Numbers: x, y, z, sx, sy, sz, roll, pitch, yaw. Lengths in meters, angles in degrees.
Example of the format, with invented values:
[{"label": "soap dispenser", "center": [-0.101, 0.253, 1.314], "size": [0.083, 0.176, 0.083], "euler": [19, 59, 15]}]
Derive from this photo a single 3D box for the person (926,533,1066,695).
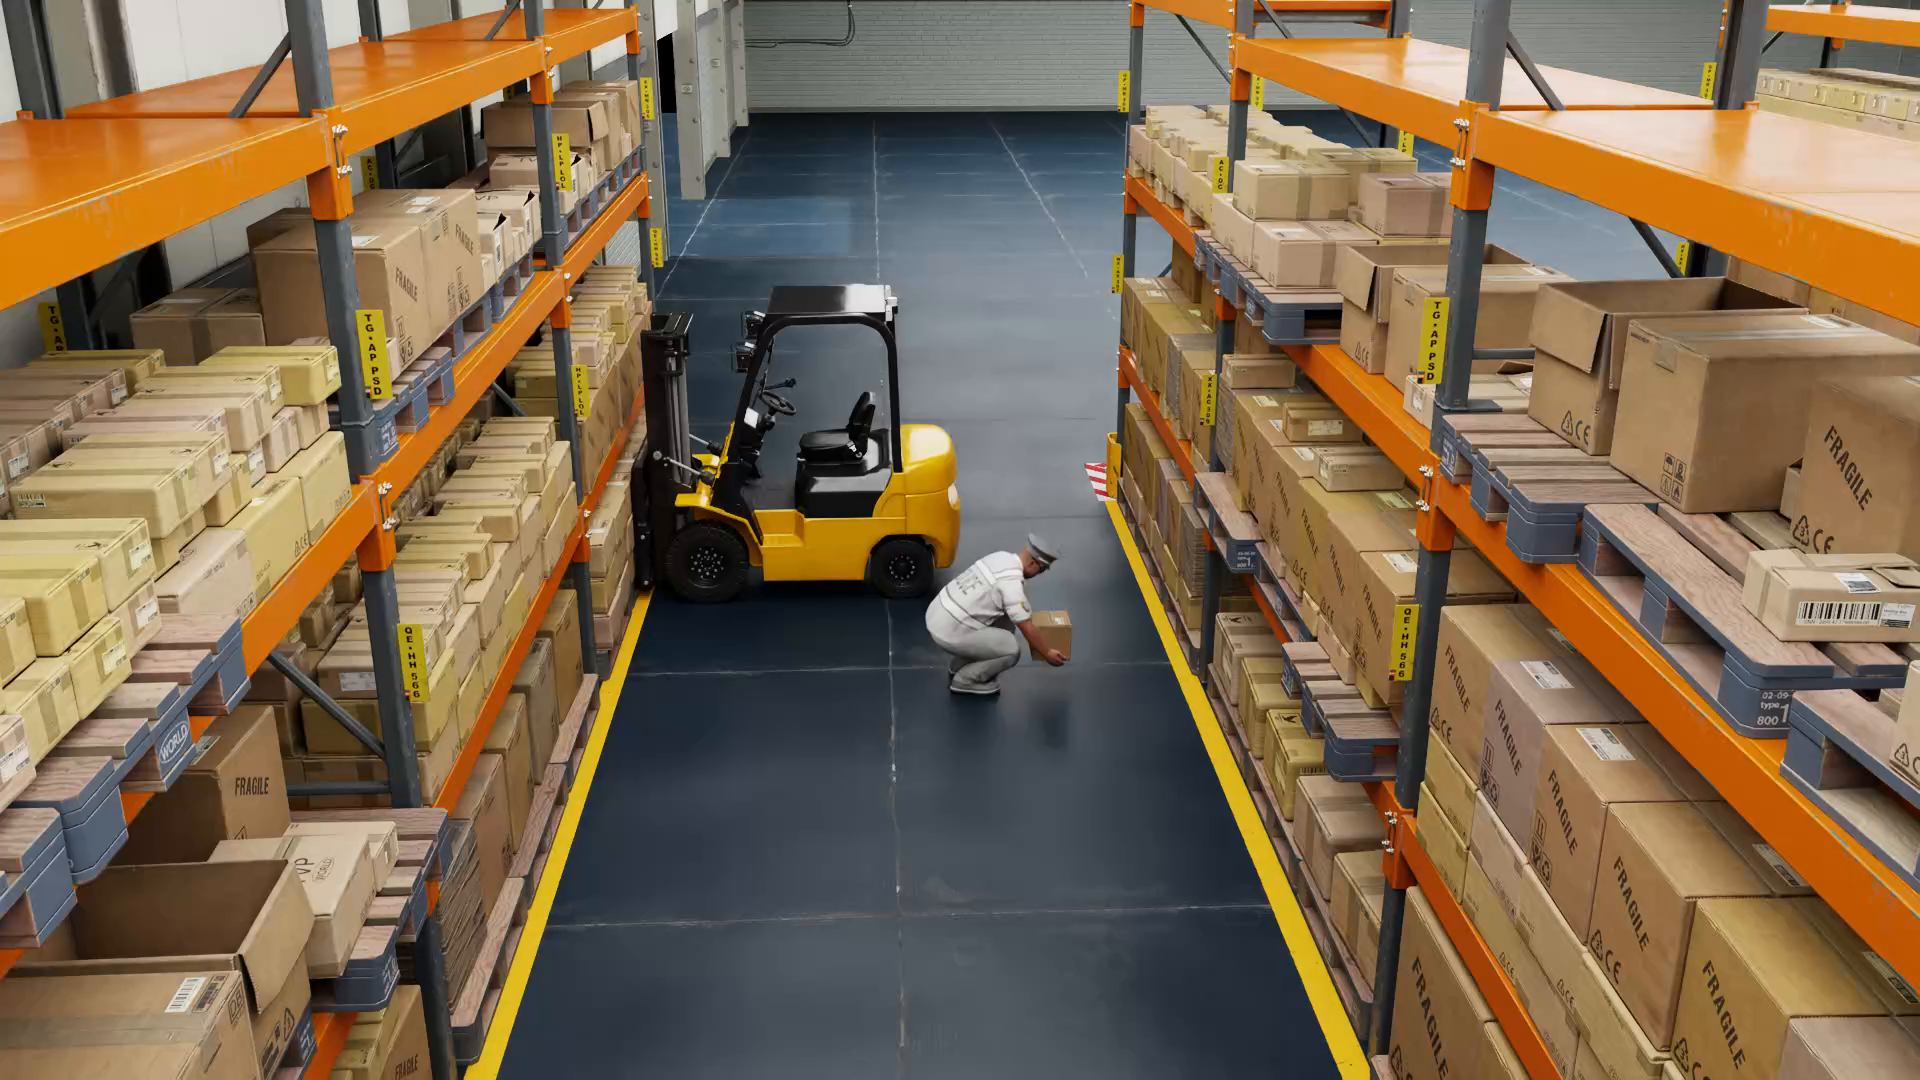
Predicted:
[{"label": "person", "center": [0.230, 0.472, 10.880], "size": [0.907, 1.008, 0.560], "euler": [-1, 20, -3]}]
